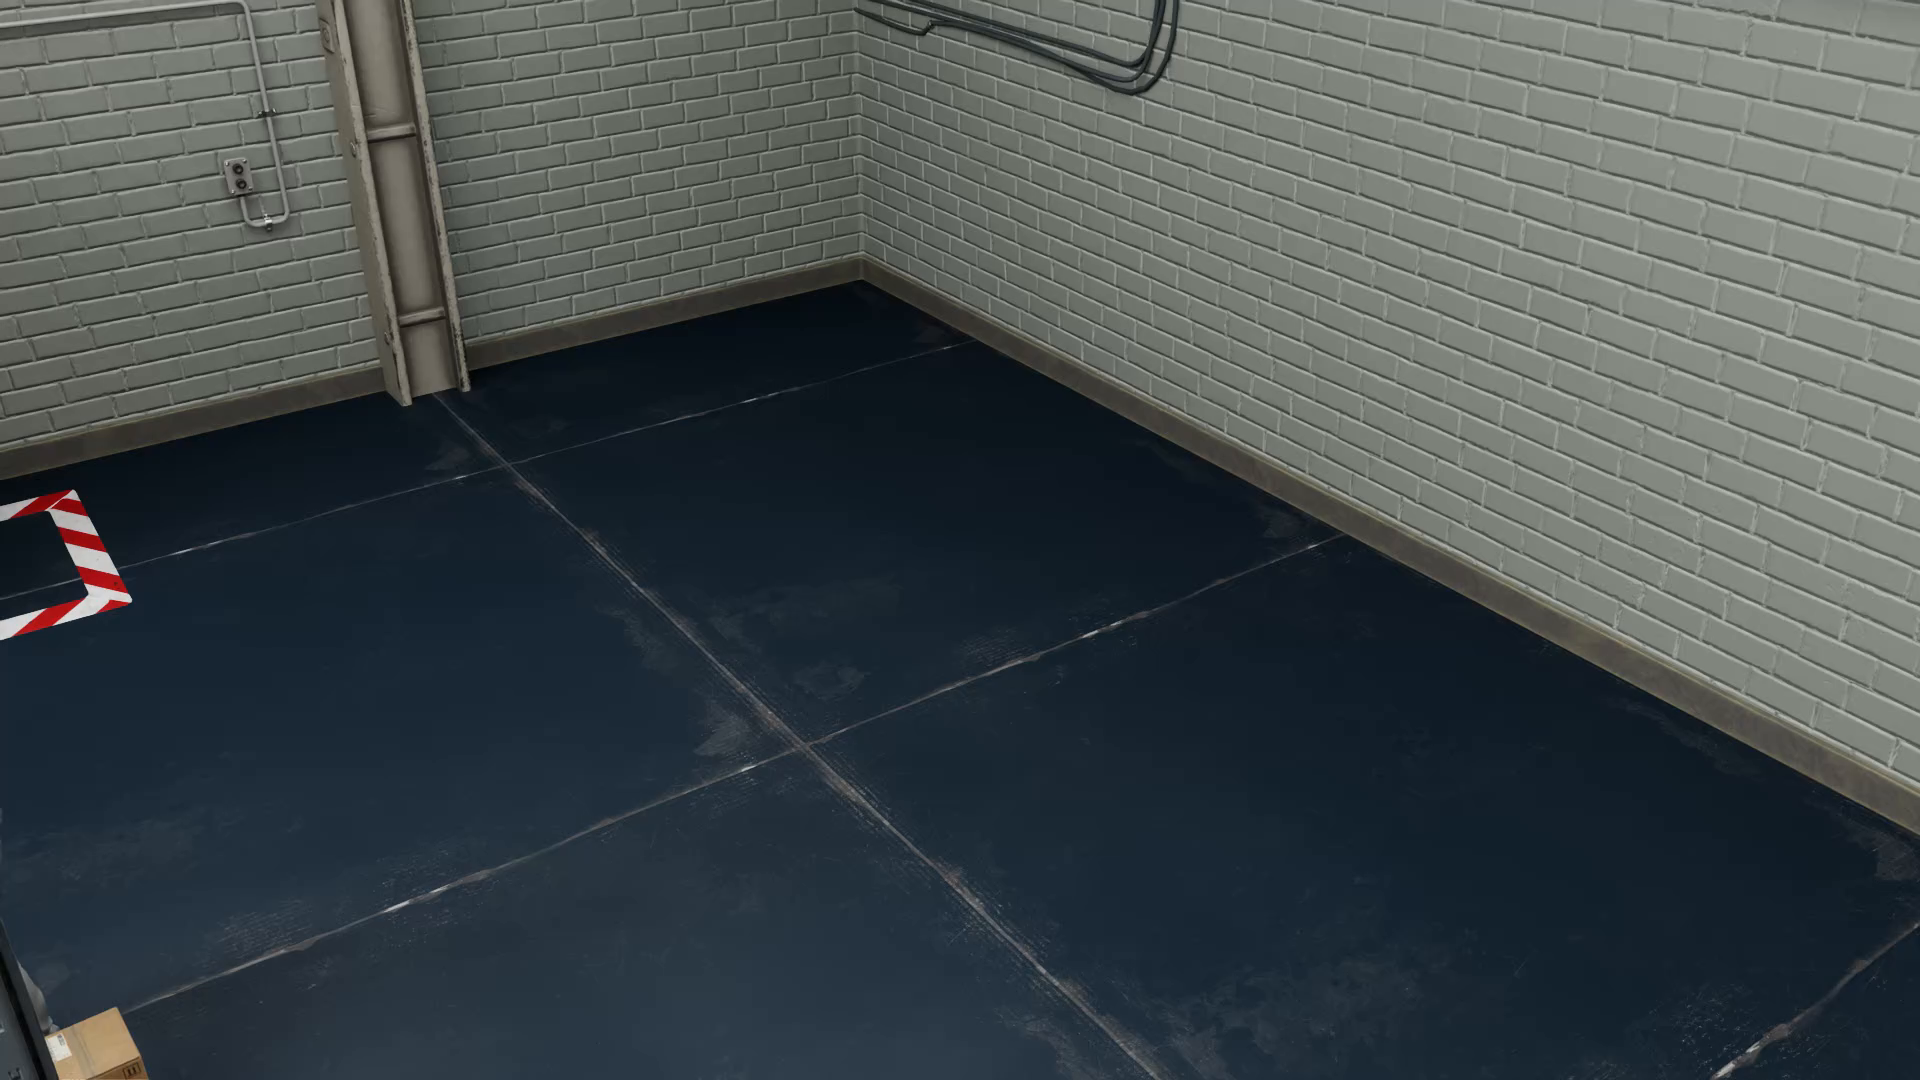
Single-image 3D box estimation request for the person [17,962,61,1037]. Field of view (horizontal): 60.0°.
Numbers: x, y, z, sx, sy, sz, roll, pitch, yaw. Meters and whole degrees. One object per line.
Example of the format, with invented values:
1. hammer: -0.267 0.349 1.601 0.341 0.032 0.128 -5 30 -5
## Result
1. person: -2.877 0.868 4.516 0.456 1.734 0.482 -16 33 -27
